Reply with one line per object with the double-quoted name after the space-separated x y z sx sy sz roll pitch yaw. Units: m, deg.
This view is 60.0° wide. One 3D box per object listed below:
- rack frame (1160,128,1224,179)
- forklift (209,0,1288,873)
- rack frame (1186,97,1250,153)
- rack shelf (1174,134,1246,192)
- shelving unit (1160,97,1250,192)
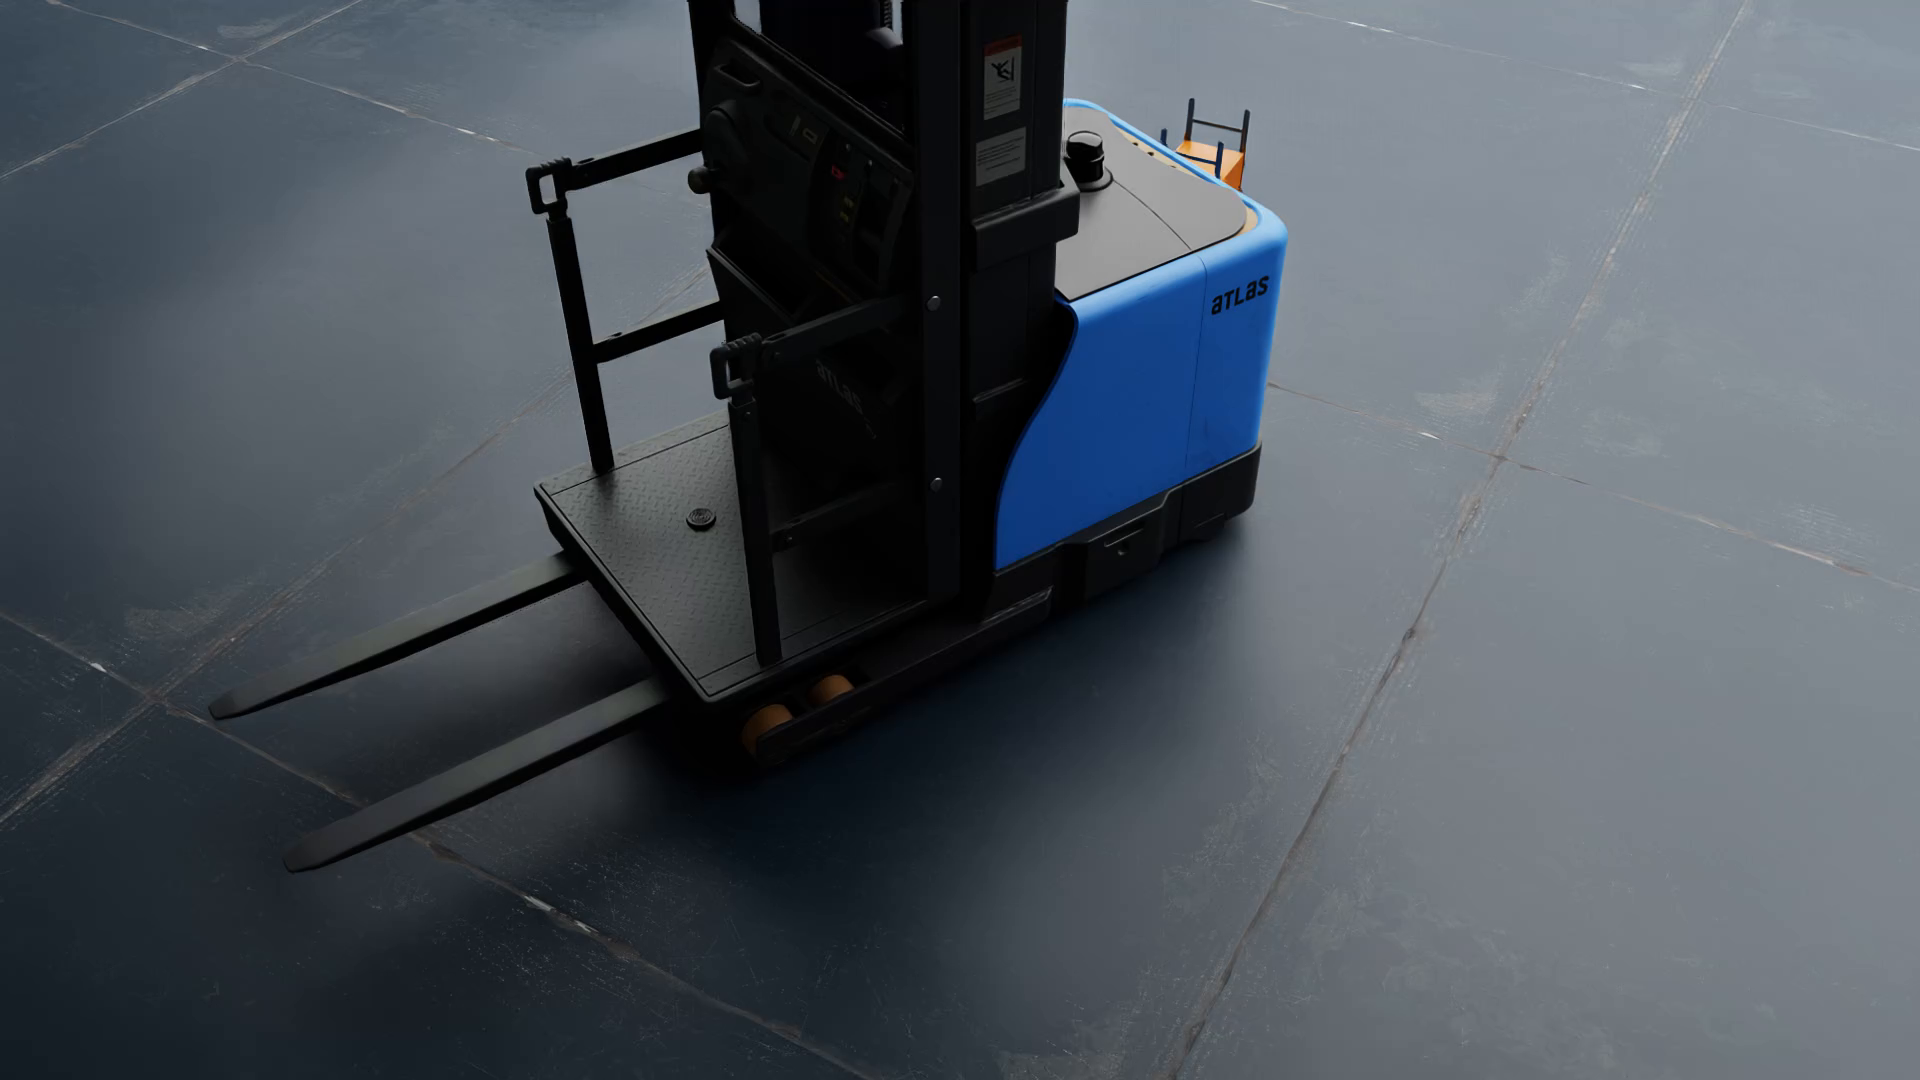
0.699 -0.824 5.380 0.200 1.050 0.008 18 43 20 "rack frame"
-0.564 -0.885 4.037 3.031 2.935 1.130 -25 47 -25 "forklift"
0.808 -0.963 5.549 0.200 1.050 0.008 18 43 20 "rack frame"
0.757 -1.103 5.289 0.215 0.259 0.240 18 43 20 "rack shelf"
0.753 -0.893 5.464 0.215 1.050 0.252 18 43 20 "shelving unit"
